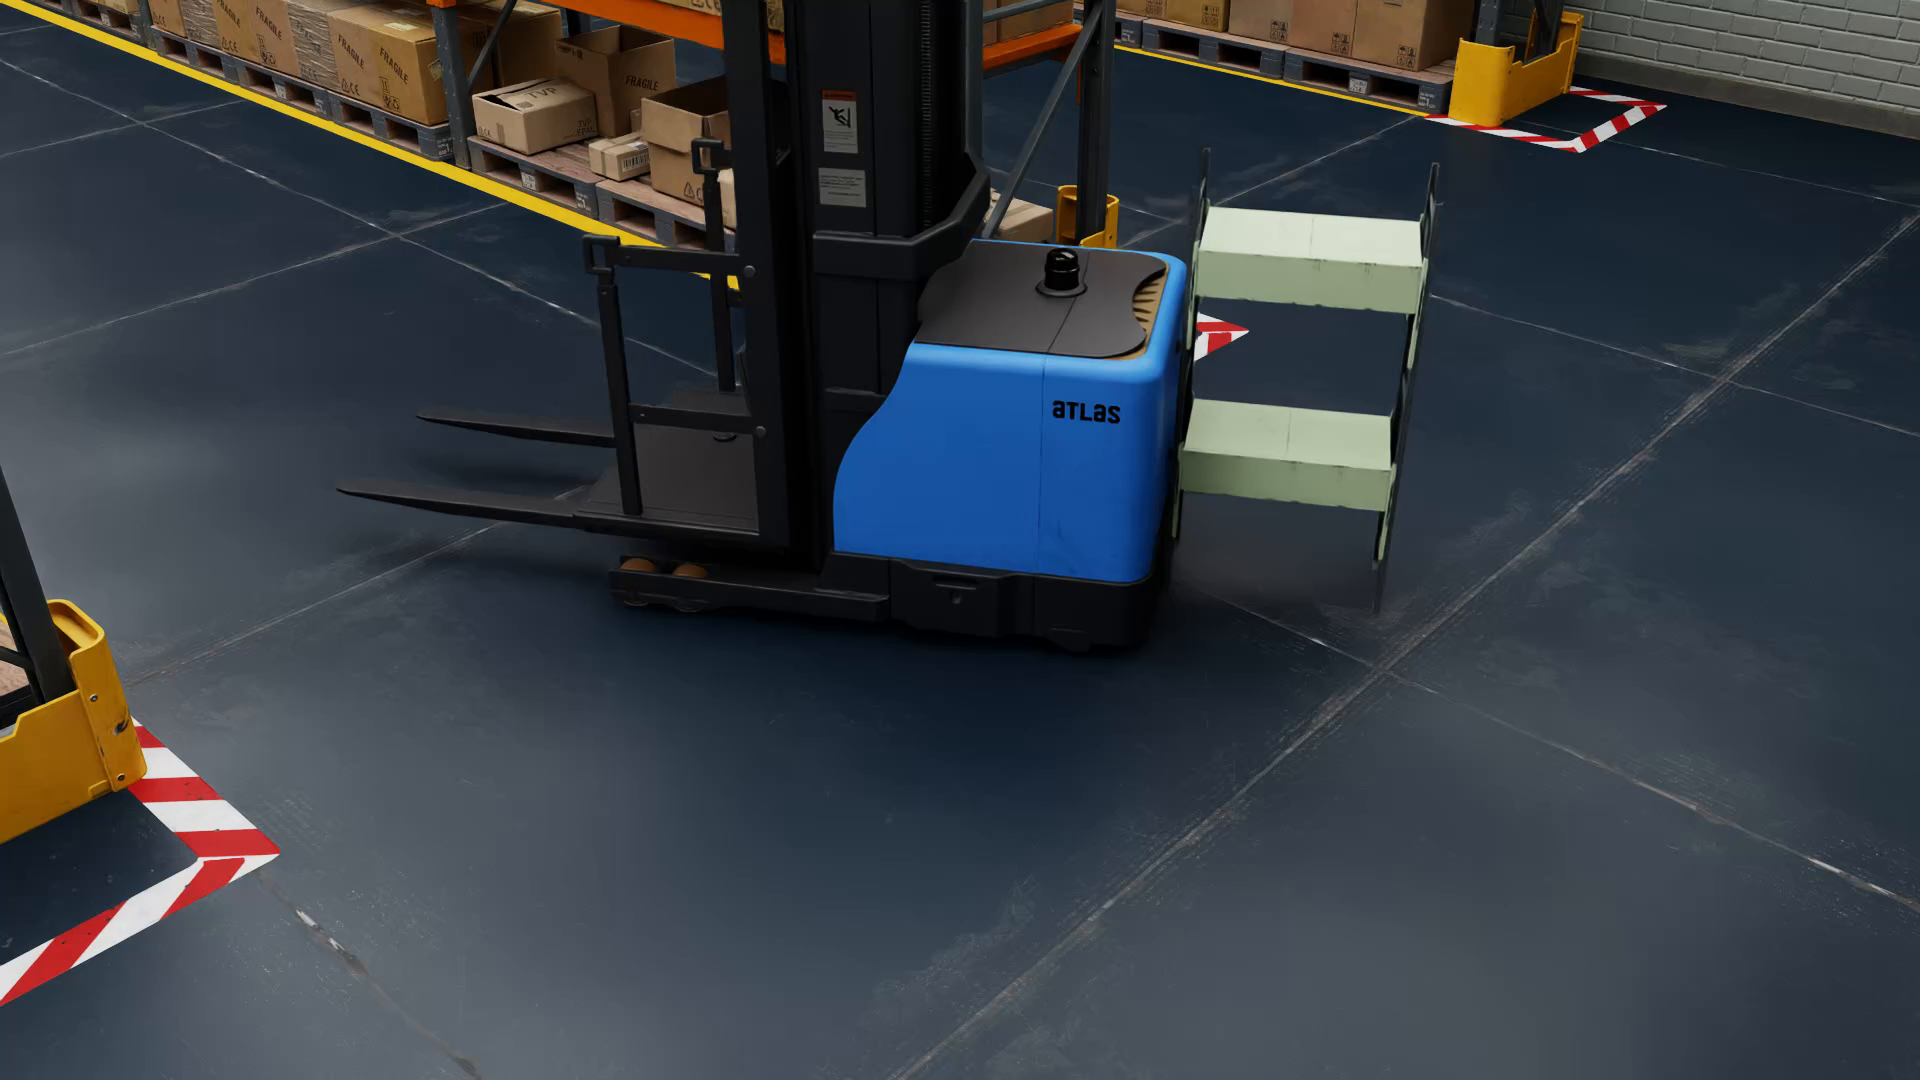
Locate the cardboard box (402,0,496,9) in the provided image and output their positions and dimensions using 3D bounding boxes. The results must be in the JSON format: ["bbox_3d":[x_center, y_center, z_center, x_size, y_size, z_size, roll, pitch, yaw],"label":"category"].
[{"bbox_3d":[-3.237,-3.249,10.736,0.500,0.500,0.500,26,39,36],"label":"cardboard box"}]

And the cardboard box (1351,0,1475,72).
[{"bbox_3d":[3.062,-3.515,11.197,0.500,0.500,0.700,25,39,35],"label":"cardboard box"}]

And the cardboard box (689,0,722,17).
[{"bbox_3d":[-0.941,-2.753,7.818,0.500,0.500,0.500,25,39,35],"label":"cardboard box"}]

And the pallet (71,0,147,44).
[{"bbox_3d":[-6.188,-4.180,12.989,1.213,0.211,1.003,25,39,35],"label":"pallet"}]

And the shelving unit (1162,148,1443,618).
[{"bbox_3d":[1.133,-0.511,5.645,0.755,1.500,0.431,6,32,10],"label":"shelving unit"}]

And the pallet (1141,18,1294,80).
[{"bbox_3d":[2.103,-3.676,12.152,1.213,0.211,1.003,25,39,35],"label":"pallet"}]

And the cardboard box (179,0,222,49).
[{"bbox_3d":[-5.067,-3.747,11.563,0.500,0.500,0.500,23,38,33],"label":"cardboard box"}]

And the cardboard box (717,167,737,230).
[{"bbox_3d":[-0.926,-1.751,8.490,0.500,0.250,0.500,25,39,35],"label":"cardboard box"}]

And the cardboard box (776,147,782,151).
[{"bbox_3d":[-0.627,-1.960,8.836,0.500,0.250,0.500,25,39,35],"label":"cardboard box"}]

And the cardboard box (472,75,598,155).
[{"bbox_3d":[-2.473,-2.499,9.674,0.500,0.311,0.500,25,39,35],"label":"cardboard box"}]

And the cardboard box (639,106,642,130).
[{"bbox_3d":[-1.470,-2.379,9.474,0.500,0.311,0.500,25,39,35],"label":"cardboard box"}]

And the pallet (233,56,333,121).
[{"bbox_3d":[-4.176,-3.185,11.337,1.213,0.211,1.003,25,39,35],"label":"pallet"}]

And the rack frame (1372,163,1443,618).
[{"bbox_3d":[1.491,-0.472,5.579,0.023,1.500,0.400,6,32,10],"label":"rack frame"}]

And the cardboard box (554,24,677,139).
[{"bbox_3d":[-2.026,-2.720,9.856,0.500,0.500,0.500,25,39,35],"label":"cardboard box"}]

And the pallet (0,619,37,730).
[{"bbox_3d":[-3.585,0.481,5.247,1.213,0.211,1.003,25,39,35],"label":"pallet"}]

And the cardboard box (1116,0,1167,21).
[{"bbox_3d":[1.539,-4.222,12.372,0.500,0.500,0.700,25,39,35],"label":"cardboard box"}]

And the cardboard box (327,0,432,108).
[{"bbox_3d":[-3.558,-3.044,10.395,0.500,0.500,0.500,25,39,35],"label":"cardboard box"}]

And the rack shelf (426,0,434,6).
[{"bbox_3d":[-4.121,-4.075,10.808,4.000,0.370,1.077,25,39,35],"label":"rack shelf"}]

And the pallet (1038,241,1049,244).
[{"bbox_3d":[-0.321,-1.414,8.394,1.213,0.211,1.003,25,39,35],"label":"pallet"}]

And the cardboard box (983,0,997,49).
[{"bbox_3d":[-0.188,-2.400,7.232,0.500,0.500,0.500,26,40,36],"label":"cardboard box"}]

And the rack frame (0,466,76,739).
[{"bbox_3d":[-2.999,-0.414,4.029,0.127,3.000,1.000,25,39,35],"label":"rack frame"}]

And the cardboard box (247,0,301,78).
[{"bbox_3d":[-4.308,-3.393,10.974,0.500,0.500,0.500,24,38,34],"label":"cardboard box"}]

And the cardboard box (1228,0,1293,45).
[{"bbox_3d":[2.318,-3.862,11.773,0.500,0.500,0.700,24,38,34],"label":"cardboard box"}]

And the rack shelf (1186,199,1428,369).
[{"bbox_3d":[1.133,-0.846,5.444,0.720,0.370,0.431,6,32,10],"label":"rack shelf"}]

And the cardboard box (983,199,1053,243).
[{"bbox_3d":[0.247,-1.550,8.254,0.250,0.149,0.380,25,39,35],"label":"cardboard box"}]

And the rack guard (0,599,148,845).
[{"bbox_3d":[-2.973,0.661,4.668,0.348,0.500,1.175,25,39,35],"label":"rack guard"}]

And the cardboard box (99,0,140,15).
[{"bbox_3d":[-6.158,-4.166,12.521,0.500,0.250,0.500,26,40,36],"label":"cardboard box"}]

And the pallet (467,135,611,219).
[{"bbox_3d":[-2.130,-2.258,9.796,1.213,0.211,1.003,25,39,35],"label":"pallet"}]

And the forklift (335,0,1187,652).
[{"bbox_3d":[-0.757,-1.259,5.500,3.031,2.935,1.130,6,32,10],"label":"forklift"}]

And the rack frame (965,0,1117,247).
[{"bbox_3d":[0.327,-2.306,7.173,0.127,3.000,1.000,25,39,35],"label":"rack frame"}]

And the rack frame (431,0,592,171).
[{"bbox_3d":[-2.639,-3.691,9.473,0.127,3.000,1.000,25,39,35],"label":"rack frame"}]
